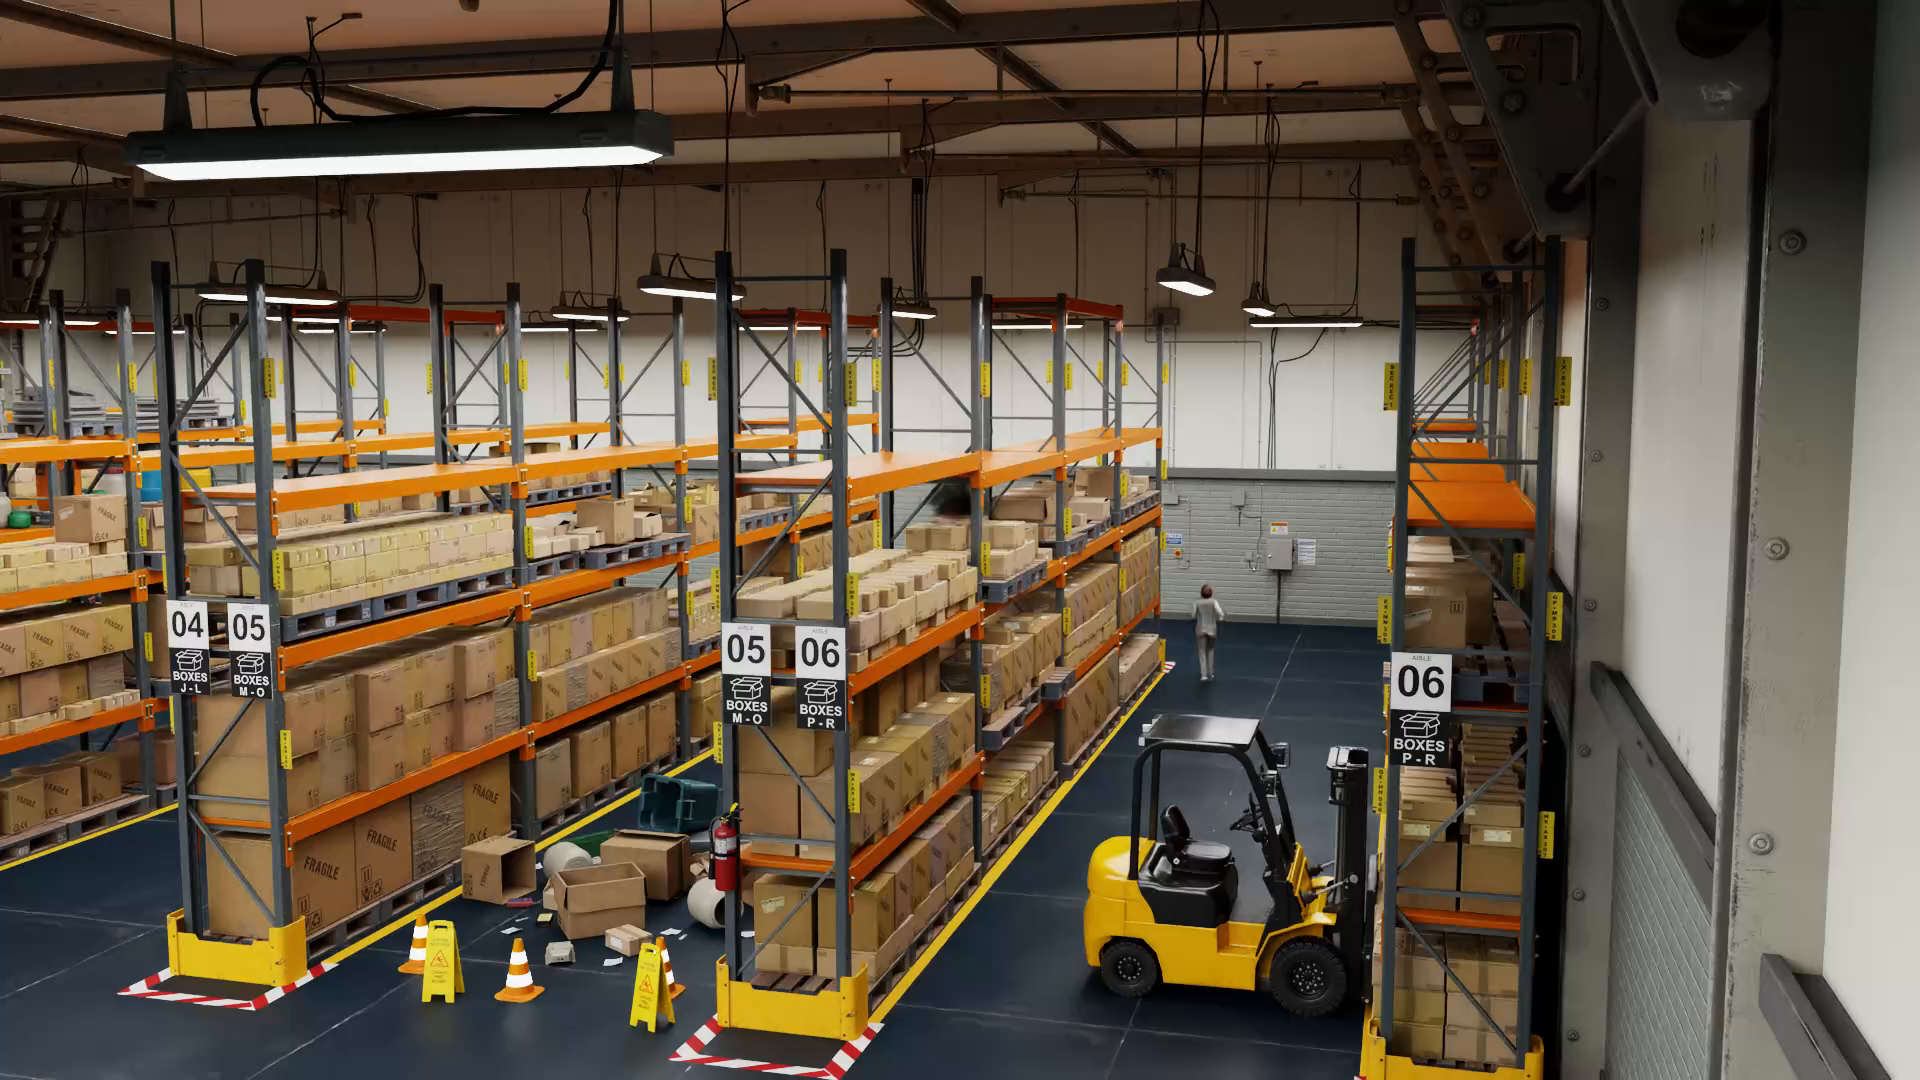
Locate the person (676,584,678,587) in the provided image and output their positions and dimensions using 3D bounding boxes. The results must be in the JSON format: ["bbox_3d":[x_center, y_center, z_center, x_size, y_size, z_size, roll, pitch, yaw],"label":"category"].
[{"bbox_3d":[-4.404,1.511,26.857,0.583,1.690,0.696,2,6,18],"label":"person"}]

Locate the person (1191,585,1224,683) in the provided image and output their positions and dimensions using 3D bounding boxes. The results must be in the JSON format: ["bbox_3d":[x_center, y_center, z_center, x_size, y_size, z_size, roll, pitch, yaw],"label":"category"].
[{"bbox_3d":[3.979,1.534,26.798,0.507,1.646,0.728,0,6,3],"label":"person"}]
